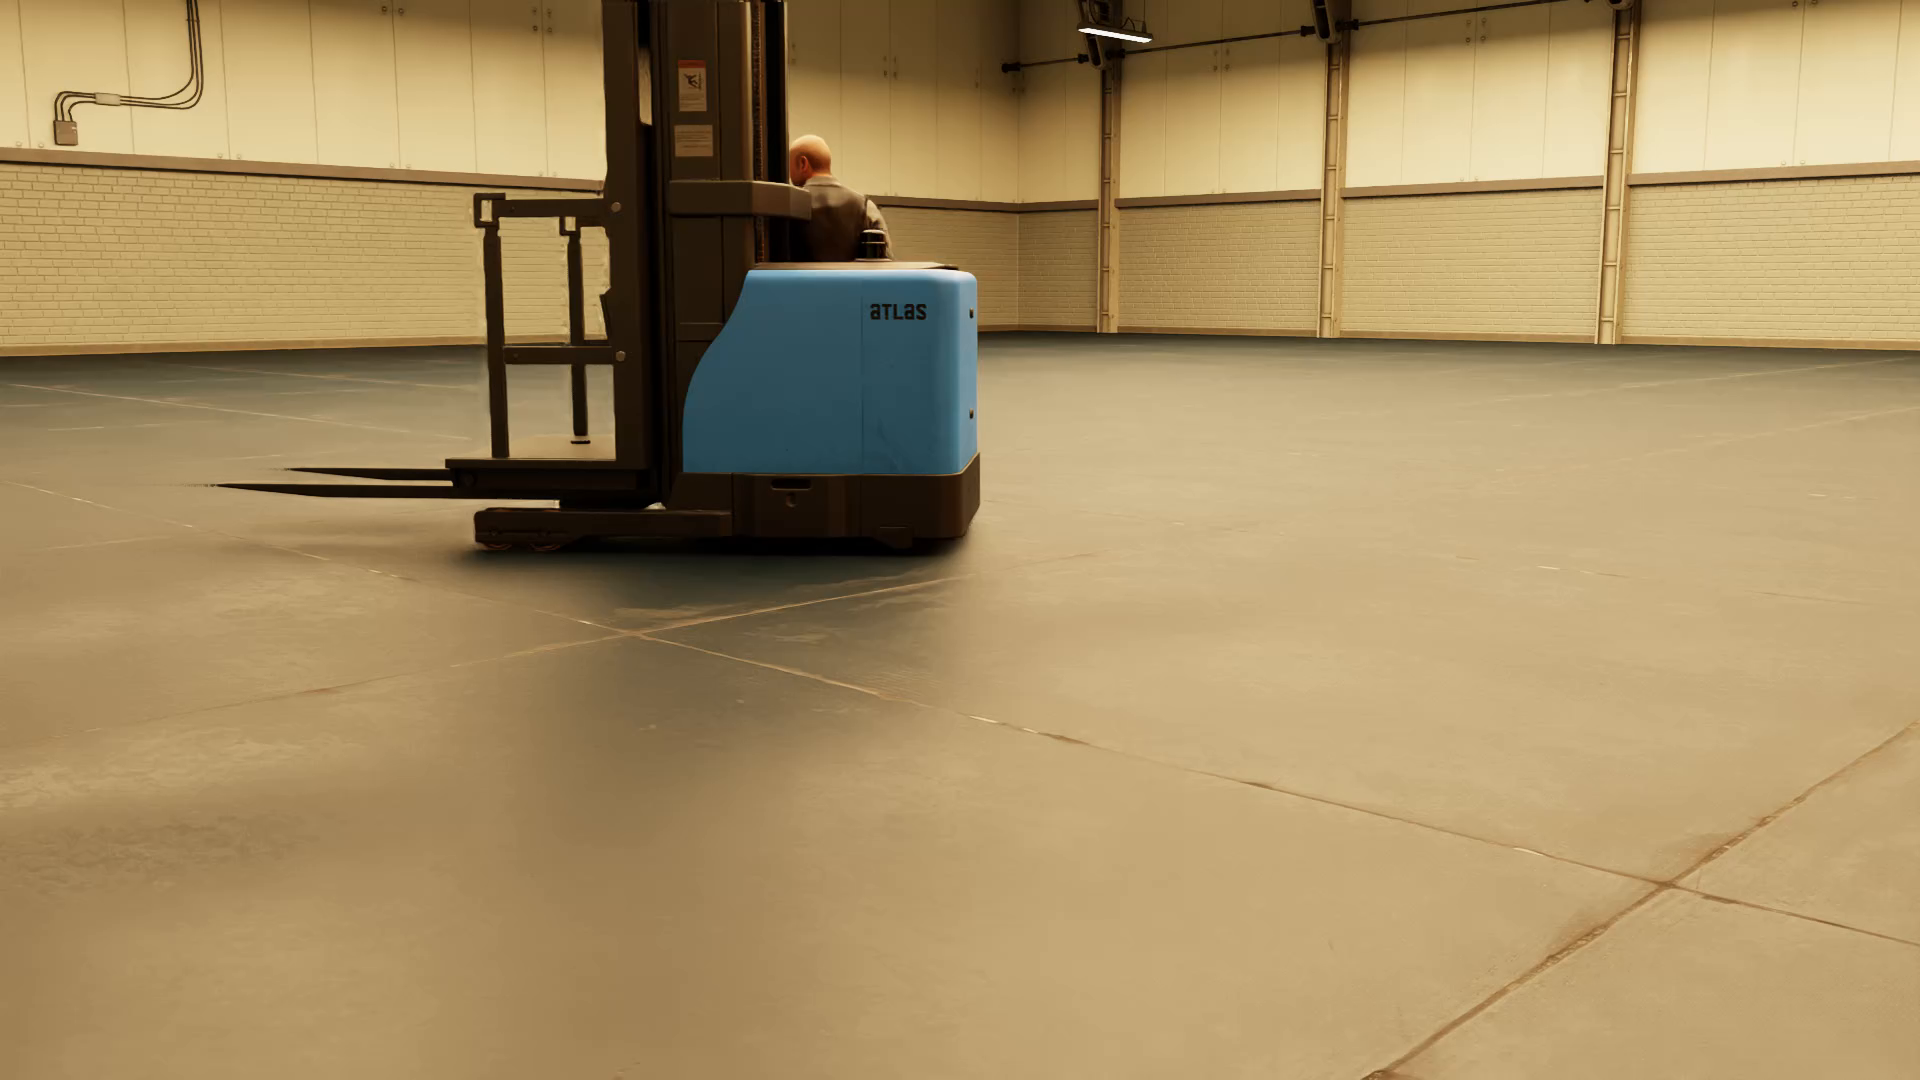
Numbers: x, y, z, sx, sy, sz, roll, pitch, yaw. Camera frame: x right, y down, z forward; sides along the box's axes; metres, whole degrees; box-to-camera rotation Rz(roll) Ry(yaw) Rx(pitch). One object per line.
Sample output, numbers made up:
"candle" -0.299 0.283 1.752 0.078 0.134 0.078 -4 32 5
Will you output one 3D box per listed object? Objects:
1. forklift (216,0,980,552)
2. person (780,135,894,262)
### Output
"forklift" -1.461 -1.480 6.705 3.031 2.935 1.130 1 9 5
"person" -0.601 -0.928 7.430 0.706 1.703 0.911 -3 9 -19
